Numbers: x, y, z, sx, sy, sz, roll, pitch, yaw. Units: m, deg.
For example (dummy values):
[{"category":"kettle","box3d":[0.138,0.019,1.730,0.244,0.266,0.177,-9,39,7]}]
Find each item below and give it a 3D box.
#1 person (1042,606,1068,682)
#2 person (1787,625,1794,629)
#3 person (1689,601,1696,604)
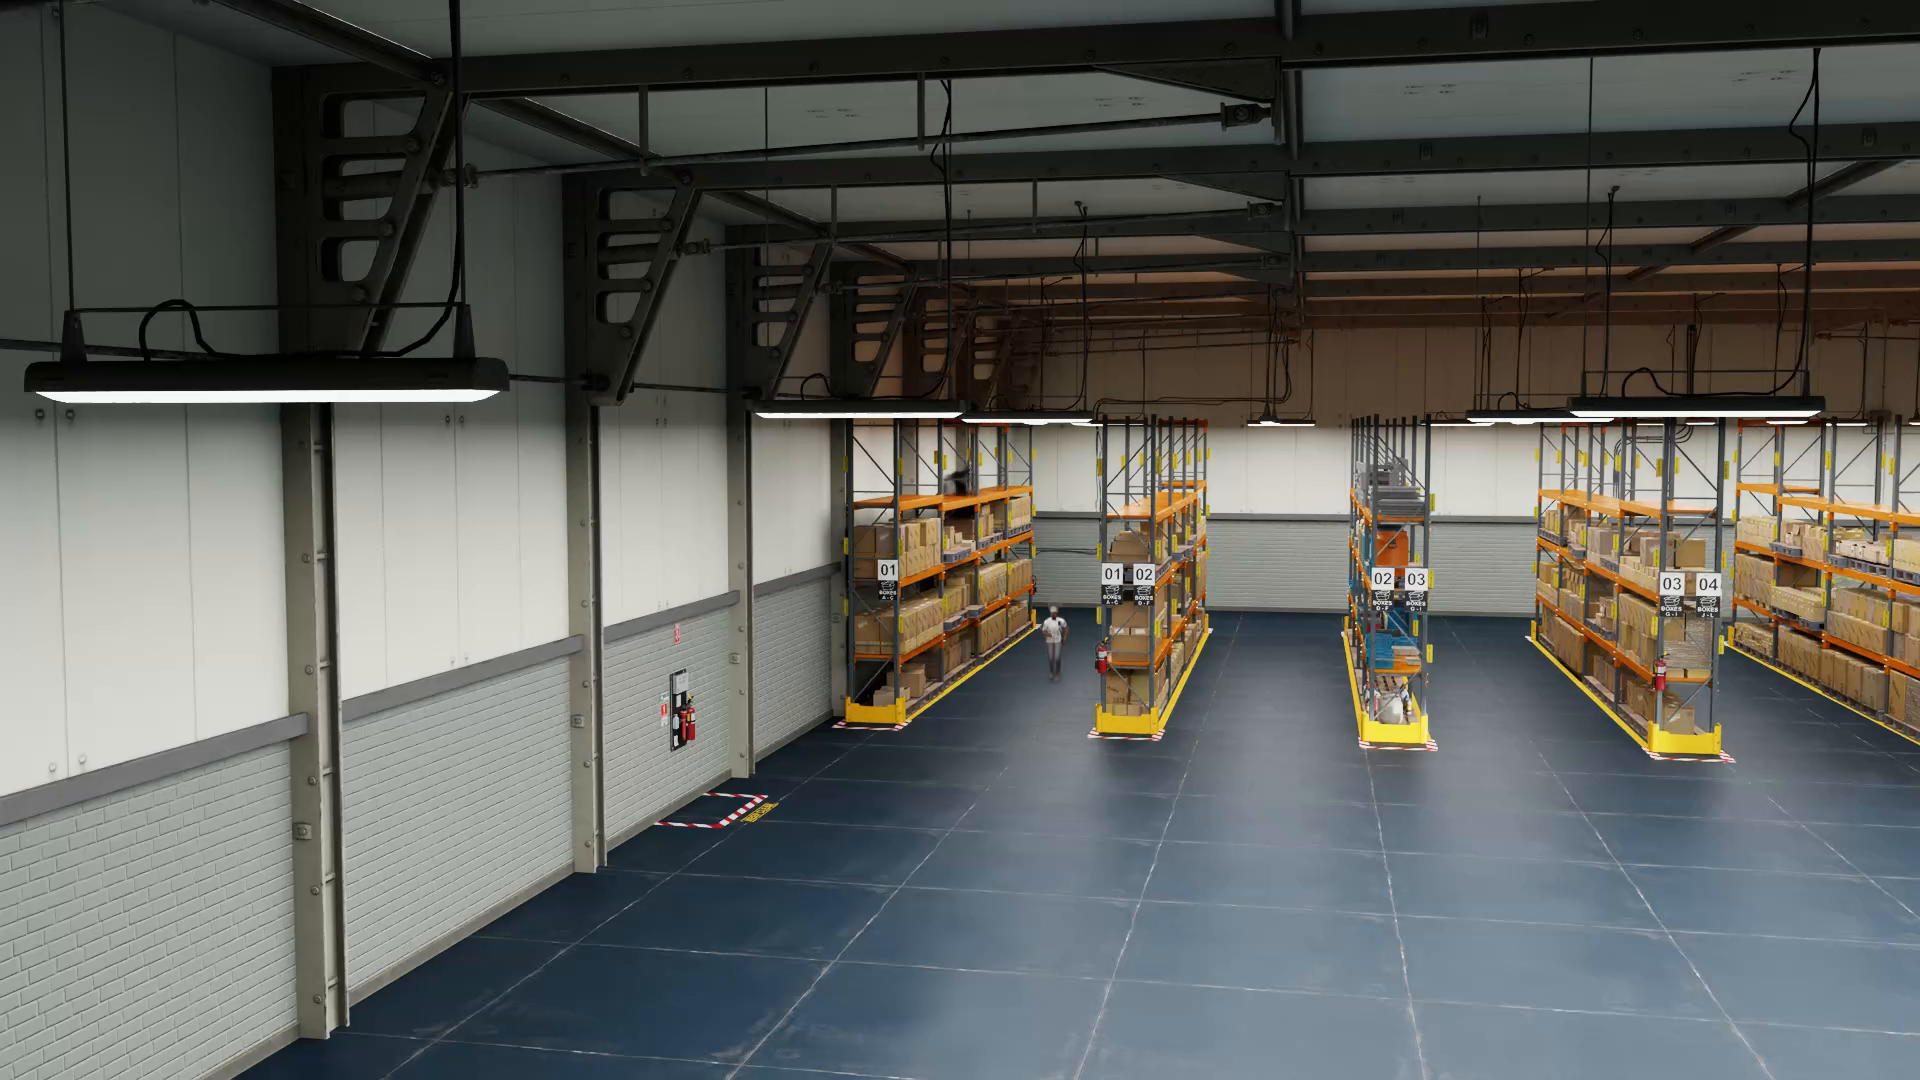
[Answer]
[{"category":"person","box3d":[2.148,2.375,37.840,0.571,1.750,0.718,1,4,8]},{"category":"person","box3d":[22.580,1.880,44.771,0.770,1.755,0.691,1,4,15]},{"category":"person","box3d":[19.621,1.946,45.082,0.579,1.569,0.718,0,4,-4]}]
